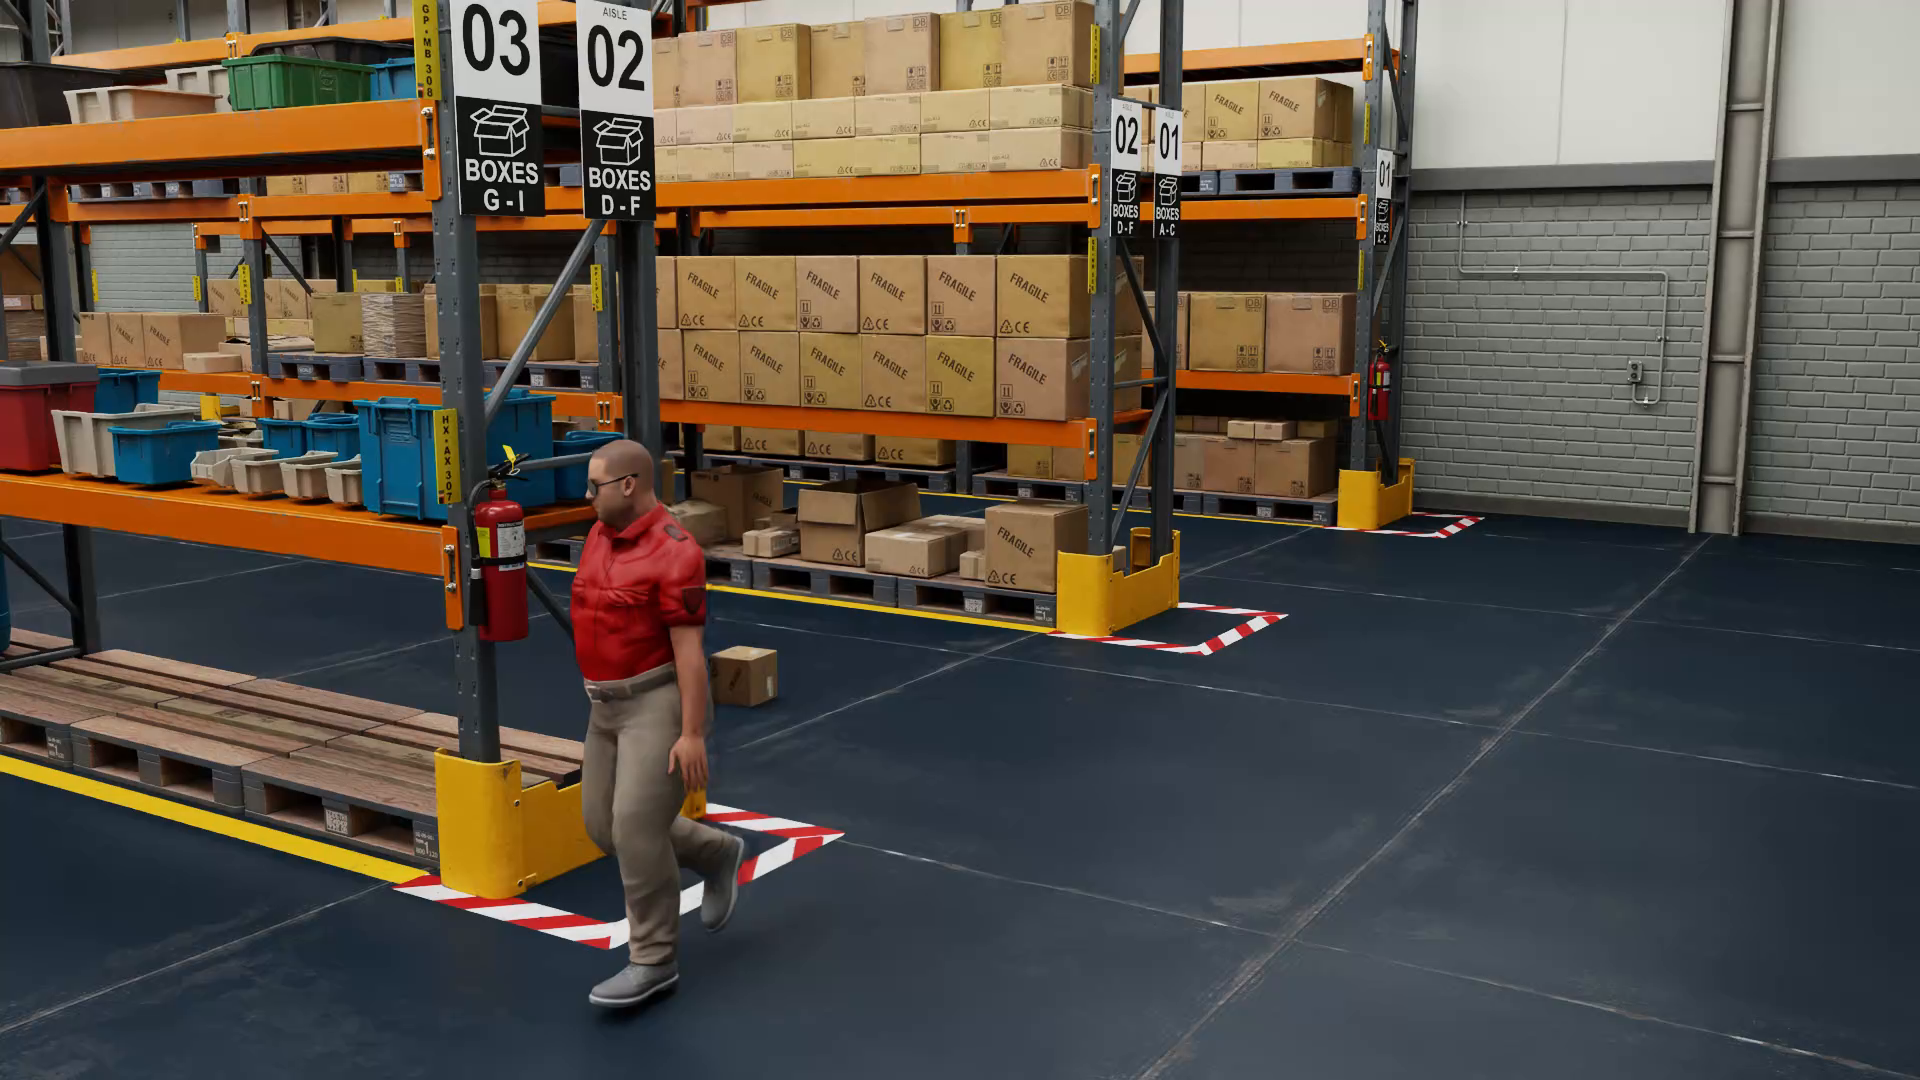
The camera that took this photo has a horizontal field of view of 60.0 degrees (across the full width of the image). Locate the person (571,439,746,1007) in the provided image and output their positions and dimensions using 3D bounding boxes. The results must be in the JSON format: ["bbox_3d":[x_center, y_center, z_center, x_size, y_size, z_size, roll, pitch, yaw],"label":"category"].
[{"bbox_3d":[-0.931,0.523,5.188,0.632,1.692,0.749,9,13,43],"label":"person"}]
